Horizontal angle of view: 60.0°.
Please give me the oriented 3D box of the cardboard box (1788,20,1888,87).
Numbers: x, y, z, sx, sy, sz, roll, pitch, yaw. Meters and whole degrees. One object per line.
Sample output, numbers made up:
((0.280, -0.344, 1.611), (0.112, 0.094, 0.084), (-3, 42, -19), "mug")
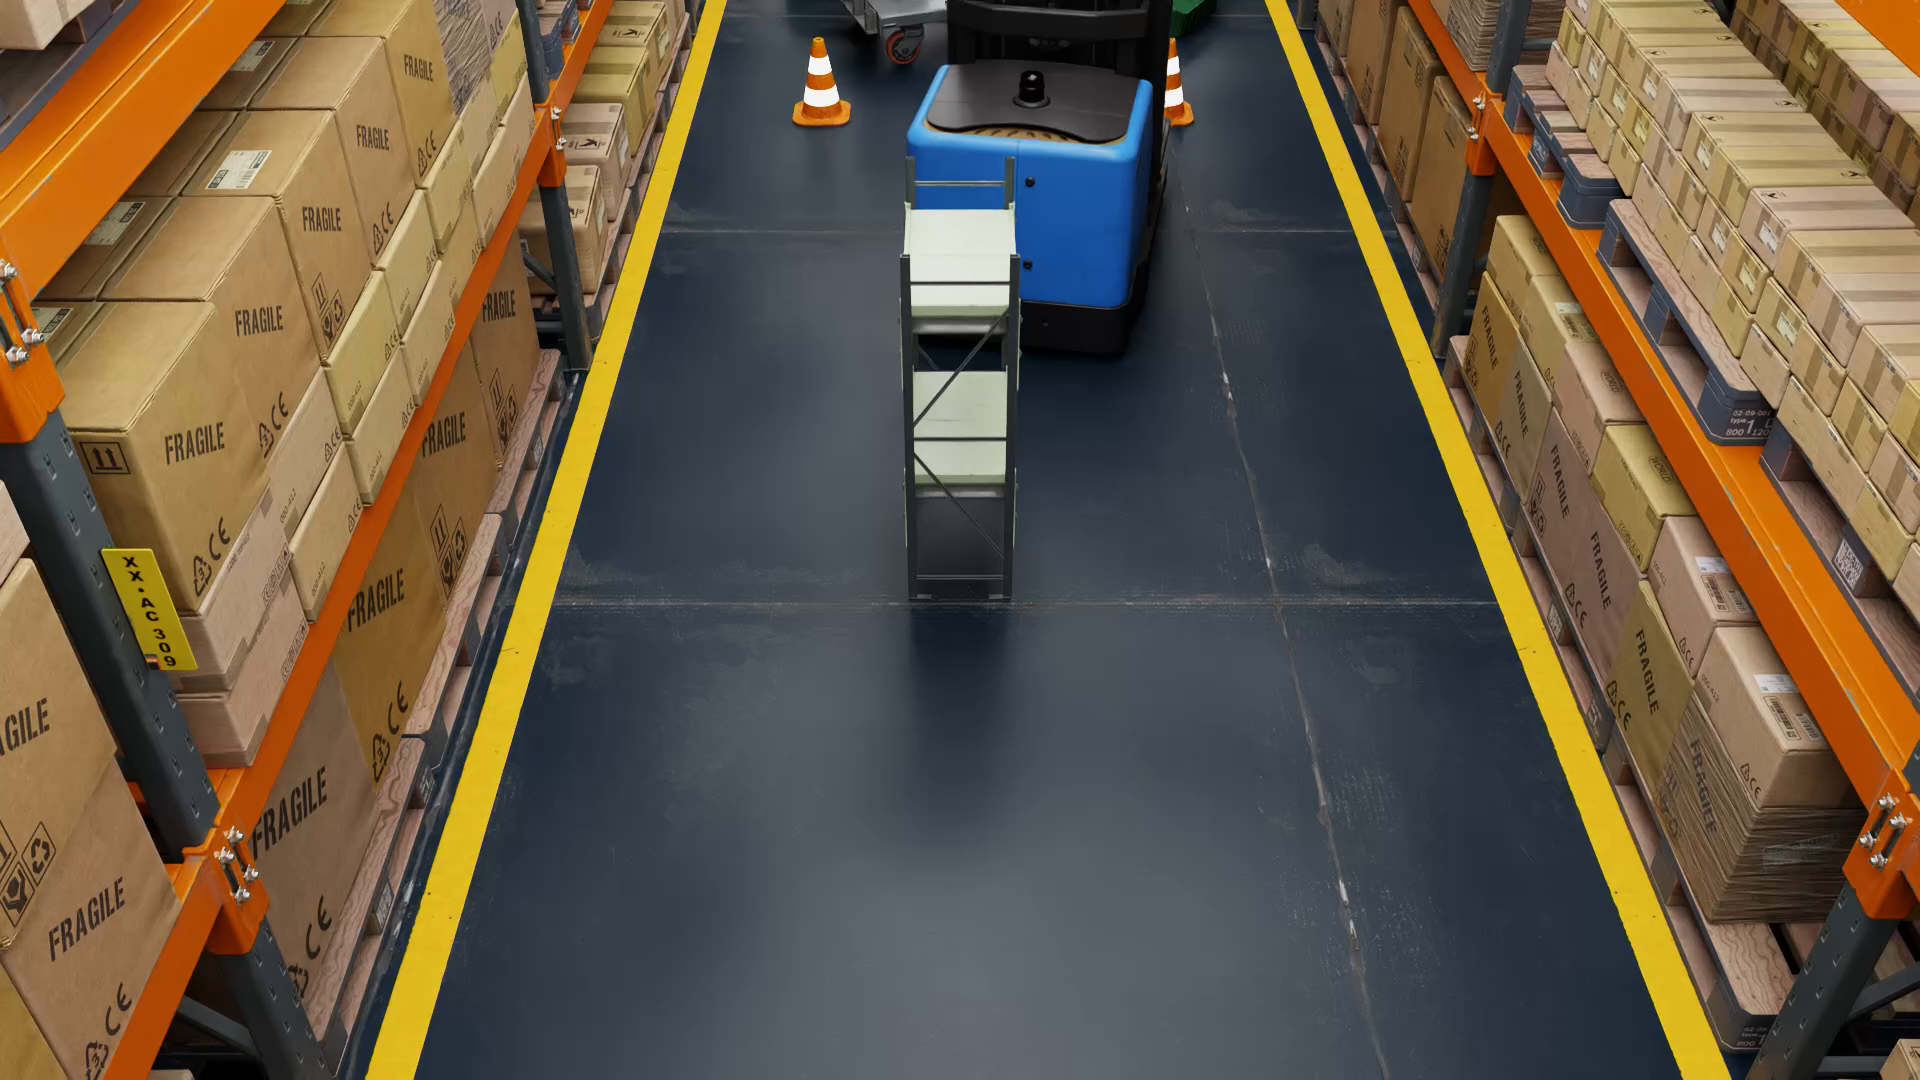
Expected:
((3.187, -1.723, 5.891), (0.380, 0.149, 0.250), (1, 39, 1), "cardboard box")

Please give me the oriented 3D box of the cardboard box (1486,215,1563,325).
((2.488, -1.102, 6.789), (0.500, 0.250, 0.500), (-2, 39, -2), "cardboard box")

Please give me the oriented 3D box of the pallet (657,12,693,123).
((-2.223, -2.912, 10.214), (1.003, 0.211, 1.213), (0, 39, 0), "pallet")

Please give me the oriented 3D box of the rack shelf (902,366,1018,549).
((0.000, -0.335, 6.490), (0.431, 0.370, 0.720), (0, 39, 0), "rack shelf")

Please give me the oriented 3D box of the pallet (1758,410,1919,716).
((2.878, 0.046, 4.447), (1.003, 0.211, 1.213), (0, 39, 0), "pallet")

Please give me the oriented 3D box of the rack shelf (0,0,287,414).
((-2.218, -1.624, 4.555), (1.077, 0.370, 4.000), (0, 39, 0), "rack shelf")

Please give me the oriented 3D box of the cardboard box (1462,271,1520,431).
((2.475, -0.798, 7.010), (0.500, 0.500, 0.500), (-2, 39, -2), "cardboard box")

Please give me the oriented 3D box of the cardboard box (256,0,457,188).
((-1.956, -1.460, 5.293), (0.500, 0.500, 0.500), (0, 39, 0), "cardboard box")

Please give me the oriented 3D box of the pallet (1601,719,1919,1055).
((2.732, 1.051, 5.270), (1.003, 0.211, 1.213), (0, 39, 0), "pallet")

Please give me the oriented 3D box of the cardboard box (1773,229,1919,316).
((2.541, -0.747, 4.673), (0.380, 0.149, 0.250), (-1, 39, -2), "cardboard box")

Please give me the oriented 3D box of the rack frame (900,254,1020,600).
((0.000, -0.361, 6.001), (0.400, 1.500, 0.023), (0, 39, 0), "rack frame")

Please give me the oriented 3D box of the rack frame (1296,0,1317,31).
((2.725, -4.553, 10.033), (1.000, 3.000, 0.127), (0, 39, 0), "rack frame")

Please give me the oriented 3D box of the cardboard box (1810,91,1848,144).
((3.190, -1.437, 5.772), (0.380, 0.149, 0.250), (0, 39, 0), "cardboard box")

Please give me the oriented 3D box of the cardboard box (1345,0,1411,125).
((2.813, -2.848, 9.368), (1.050, 0.750, 0.750), (0, 39, 0), "cardboard box")

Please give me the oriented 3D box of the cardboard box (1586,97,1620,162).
((2.529, -1.501, 6.090), (0.380, 0.149, 0.250), (2, 39, 2), "cardboard box")

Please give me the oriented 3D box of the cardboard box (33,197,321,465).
((-1.957, -0.506, 4.104), (0.500, 0.500, 0.500), (0, 39, 0), "cardboard box")

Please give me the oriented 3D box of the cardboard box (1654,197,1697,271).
((2.531, -1.009, 5.475), (0.380, 0.149, 0.250), (0, 39, 1), "cardboard box")

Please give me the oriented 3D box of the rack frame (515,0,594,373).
((-2.221, -1.985, 6.828), (1.000, 3.000, 0.127), (0, 39, 0), "rack frame")

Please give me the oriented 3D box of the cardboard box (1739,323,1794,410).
((2.530, -0.514, 4.857), (0.380, 0.149, 0.250), (-2, 39, -2), "cardboard box")

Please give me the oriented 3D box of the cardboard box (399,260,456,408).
((-1.931, -0.657, 5.291), (0.500, 0.250, 0.500), (-1, 39, -1), "cardboard box")

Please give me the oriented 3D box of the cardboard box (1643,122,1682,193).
((2.535, -1.281, 5.577), (0.380, 0.149, 0.250), (0, 39, 0), "cardboard box")

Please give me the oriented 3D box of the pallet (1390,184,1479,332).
((2.804, -1.457, 8.399), (1.003, 0.211, 1.213), (0, 39, 0), "pallet")

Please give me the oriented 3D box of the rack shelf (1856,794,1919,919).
((2.736, 1.981, 2.455), (1.077, 0.370, 4.000), (0, 39, 0), "rack shelf")

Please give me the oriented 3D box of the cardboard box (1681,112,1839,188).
((2.539, -1.239, 5.287), (0.380, 0.149, 0.250), (1, 39, 1), "cardboard box")

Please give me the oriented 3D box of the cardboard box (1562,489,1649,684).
((2.485, 0.157, 5.819), (0.500, 0.500, 0.500), (-1, 39, -1), "cardboard box")

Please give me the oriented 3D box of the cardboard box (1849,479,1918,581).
((2.534, -0.027, 4.250), (0.380, 0.149, 0.250), (0, 39, 0), "cardboard box")

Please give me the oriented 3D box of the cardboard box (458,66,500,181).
((-1.962, -1.498, 5.941), (0.500, 0.250, 0.500), (-1, 39, -1), "cardboard box")

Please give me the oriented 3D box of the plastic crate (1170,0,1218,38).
((1.414, -3.586, 11.029), (0.450, 0.188, 0.662), (27, 45, 16), "plastic crate")

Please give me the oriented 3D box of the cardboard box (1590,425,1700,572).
((2.478, -0.149, 5.601), (0.500, 0.250, 0.500), (-2, 39, -2), "cardboard box")

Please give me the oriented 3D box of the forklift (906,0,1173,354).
((0.526, -2.931, 8.064), (1.130, 2.935, 3.031), (7, 39, 8), "forklift")

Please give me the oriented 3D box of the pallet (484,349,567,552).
((-2.295, -0.404, 7.085), (1.003, 0.211, 1.213), (0, 39, 0), "pallet")

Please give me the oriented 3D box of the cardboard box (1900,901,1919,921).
((2.998, 0.799, 5.018), (0.500, 0.500, 0.500), (1, 39, 2), "cardboard box")

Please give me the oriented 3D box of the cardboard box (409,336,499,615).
((-2.306, -0.330, 6.126), (0.875, 0.875, 0.875), (0, 39, 1), "cardboard box")

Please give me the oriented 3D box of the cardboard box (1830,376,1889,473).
((2.537, -0.301, 4.354), (0.380, 0.149, 0.250), (2, 39, 2), "cardboard box")

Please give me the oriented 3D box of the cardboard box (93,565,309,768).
((-1.953, 0.299, 4.098), (0.500, 0.250, 0.500), (-1, 39, -1), "cardboard box")

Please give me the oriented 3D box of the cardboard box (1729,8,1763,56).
((3.185, -1.925, 6.381), (0.380, 0.149, 0.250), (1, 39, 1), "cardboard box")

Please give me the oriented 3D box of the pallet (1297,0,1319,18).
((2.802, -3.941, 11.499), (1.003, 0.211, 1.213), (0, 39, 0), "pallet")

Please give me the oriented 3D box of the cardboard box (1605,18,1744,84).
((2.535, -1.739, 5.911), (0.380, 0.149, 0.250), (0, 39, 0), "cardboard box")

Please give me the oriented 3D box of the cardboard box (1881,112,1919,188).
((3.188, -1.235, 5.282), (0.380, 0.149, 0.250), (2, 39, 2), "cardboard box")

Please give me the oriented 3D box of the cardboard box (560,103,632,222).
((-2.220, -1.938, 8.536), (0.950, 0.372, 0.625), (-1, 39, -1), "cardboard box")

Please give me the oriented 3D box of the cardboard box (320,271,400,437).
((-1.937, -0.537, 4.742), (0.500, 0.250, 0.500), (0, 39, 1), "cardboard box")

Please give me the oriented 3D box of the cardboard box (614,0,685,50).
((-2.222, -3.297, 10.231), (0.950, 0.372, 0.625), (0, 39, 1), "cardboard box")

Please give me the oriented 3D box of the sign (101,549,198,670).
((-1.661, 0.146, 3.413), (0.100, 0.325, 0.005), (0, 39, 0), "sign")

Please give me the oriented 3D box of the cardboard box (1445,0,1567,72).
((2.460, -2.372, 7.232), (0.500, 0.500, 0.500), (0, 39, 0), "cardboard box")

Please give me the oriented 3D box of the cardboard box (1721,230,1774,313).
((2.531, -0.805, 4.984), (0.380, 0.149, 0.250), (0, 39, 0), "cardboard box")

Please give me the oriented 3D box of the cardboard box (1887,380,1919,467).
((2.537, -0.267, 4.074), (0.380, 0.149, 0.250), (-1, 39, -1), "cardboard box")

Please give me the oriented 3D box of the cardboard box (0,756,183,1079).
((-1.960, 0.767, 3.314), (0.500, 0.500, 0.500), (0, 39, 0), "cardboard box")

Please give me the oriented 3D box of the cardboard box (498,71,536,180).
((-1.960, -1.611, 6.481), (0.500, 0.250, 0.500), (-1, 39, -2), "cardboard box")

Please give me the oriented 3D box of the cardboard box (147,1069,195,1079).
((-2.323, 1.745, 3.887), (0.875, 0.438, 0.875), (-1, 39, -1), "cardboard box")

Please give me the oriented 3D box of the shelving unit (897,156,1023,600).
((0.000, -0.589, 6.286), (0.431, 1.500, 0.755), (0, 39, 0), "shelving unit")

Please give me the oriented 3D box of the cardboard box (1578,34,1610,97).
((2.531, -1.762, 6.177), (0.380, 0.149, 0.250), (2, 39, 2), "cardboard box")

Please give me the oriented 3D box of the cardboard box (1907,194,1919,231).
((3.189, -0.957, 5.173), (0.380, 0.149, 0.250), (-1, 39, -1), "cardboard box")
